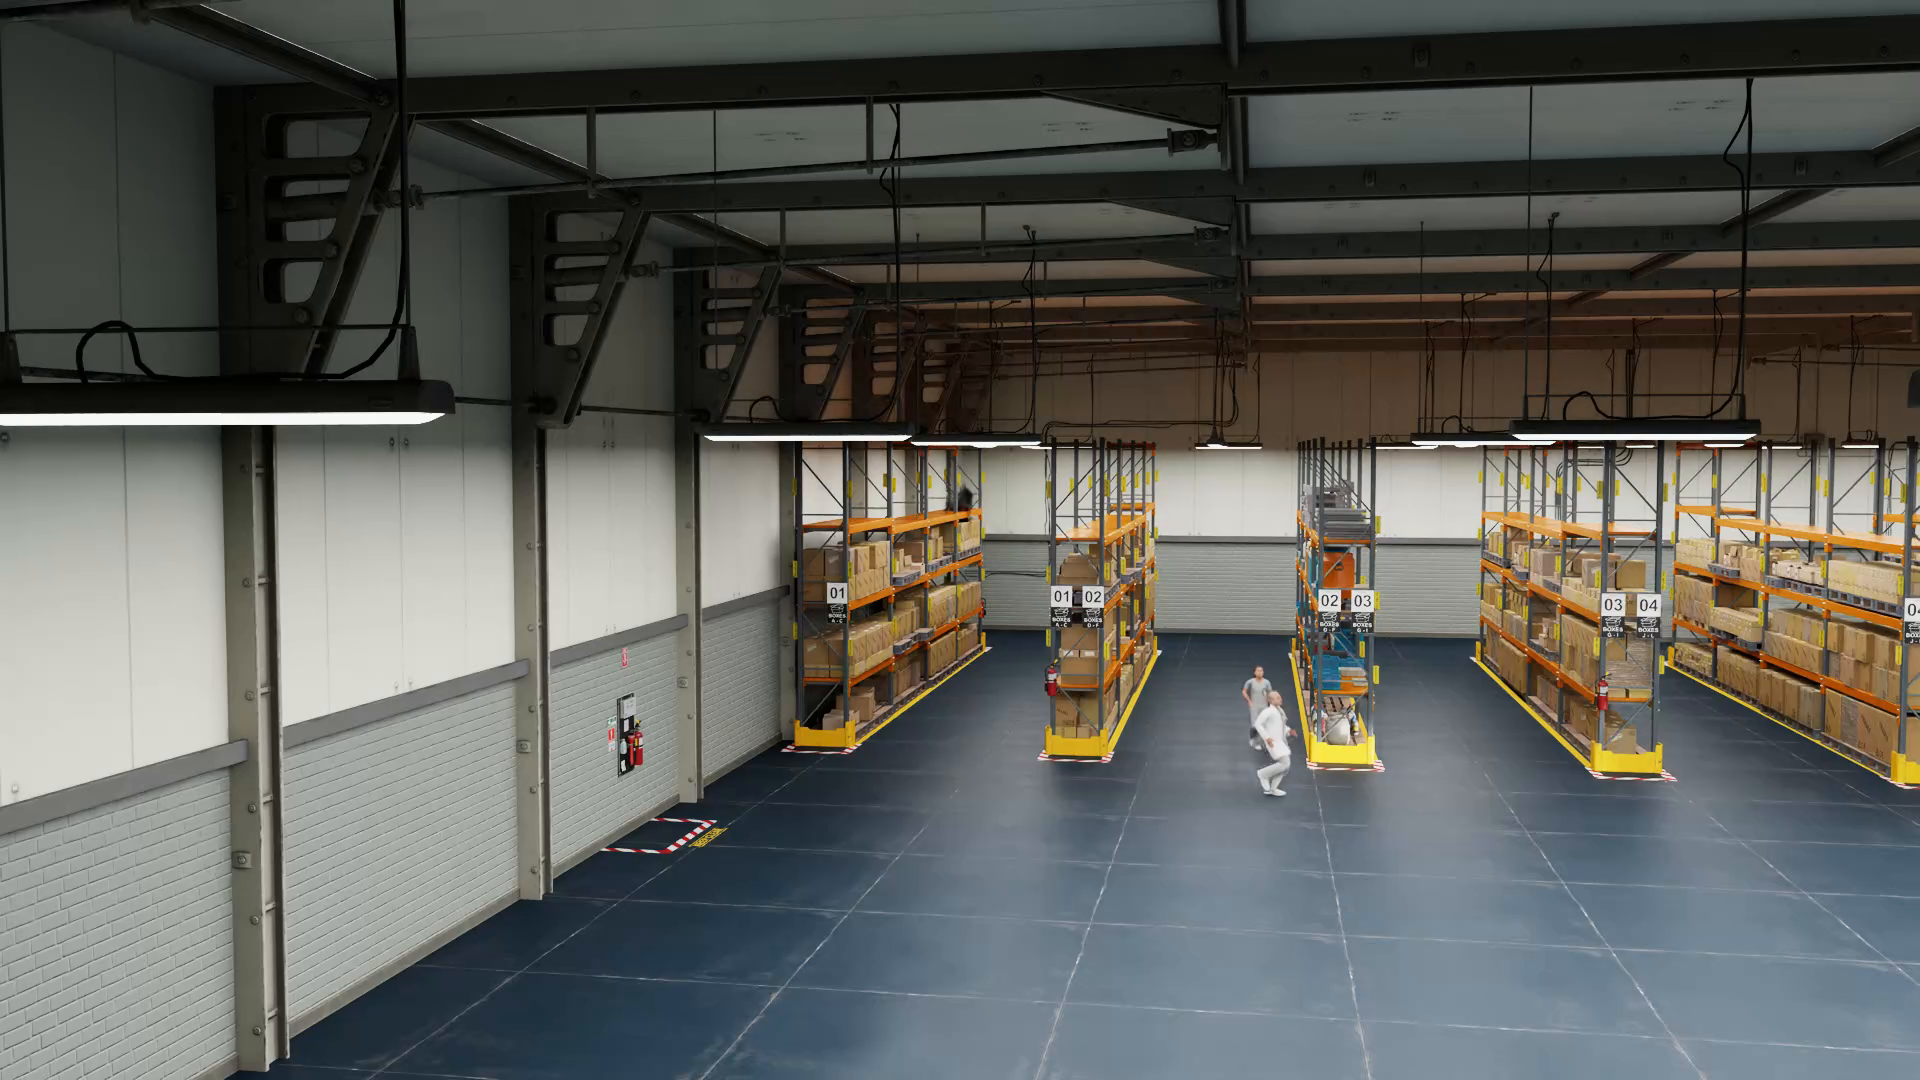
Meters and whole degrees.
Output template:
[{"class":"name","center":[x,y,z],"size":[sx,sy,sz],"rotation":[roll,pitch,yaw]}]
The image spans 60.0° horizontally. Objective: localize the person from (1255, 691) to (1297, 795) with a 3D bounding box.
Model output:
[{"class":"person","center":[5.293,3.390,27.690],"size":[0.624,1.732,0.715],"rotation":[2,4,35]}]

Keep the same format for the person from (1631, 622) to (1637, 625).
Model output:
[{"class":"person","center":[18.248,2.530,45.541],"size":[0.636,1.572,0.610],"rotation":[-1,3,-25]}]

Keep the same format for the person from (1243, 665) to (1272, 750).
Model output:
[{"class":"person","center":[5.724,3.215,31.865],"size":[0.558,1.625,0.567],"rotation":[0,3,0]}]

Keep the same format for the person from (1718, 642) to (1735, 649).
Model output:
[{"class":"person","center":[20.756,2.483,45.133],"size":[0.724,1.706,0.559],"rotation":[-2,3,-28]}]
